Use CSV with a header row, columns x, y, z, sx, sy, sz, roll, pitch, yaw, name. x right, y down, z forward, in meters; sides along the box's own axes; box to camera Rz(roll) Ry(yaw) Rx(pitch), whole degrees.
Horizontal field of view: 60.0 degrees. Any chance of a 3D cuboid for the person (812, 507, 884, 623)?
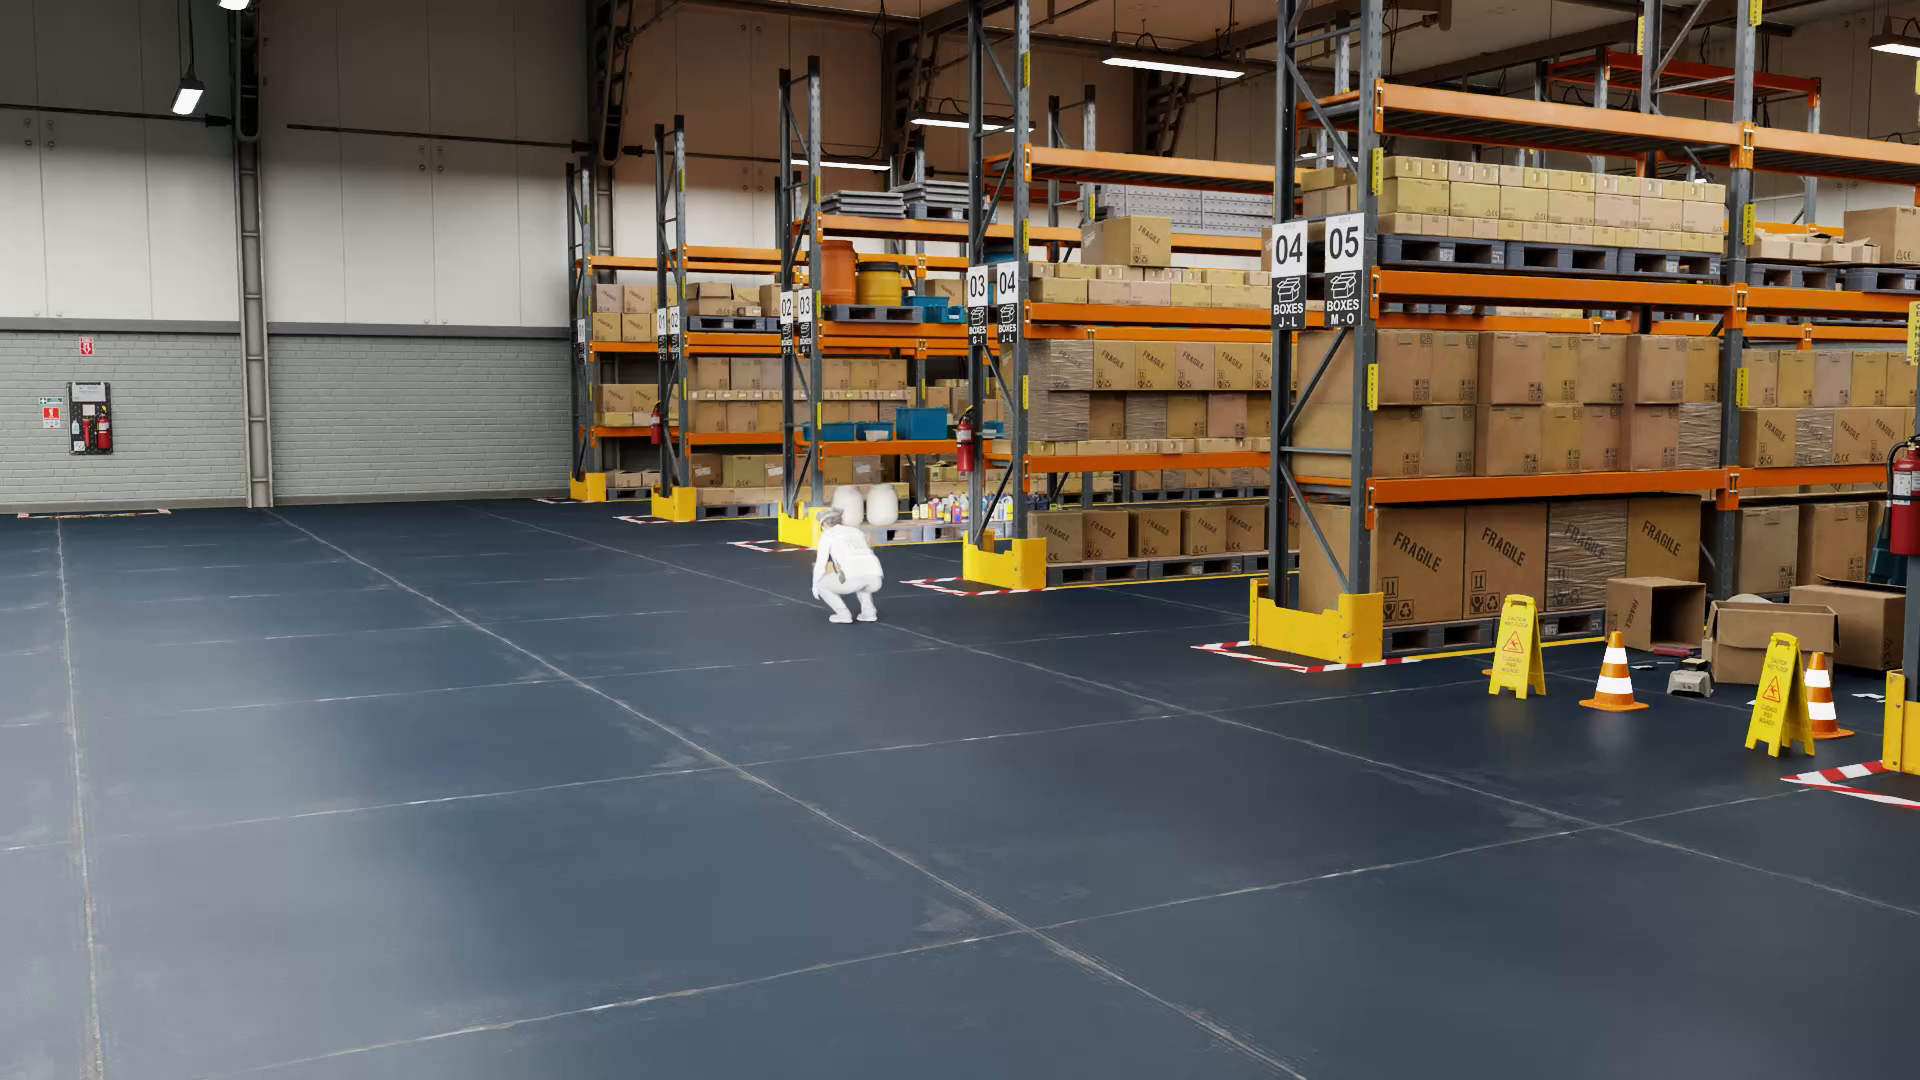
x,y,z,sx,sy,sz,roll,pitch,yaw,name
-0.960,0.208,14.180,0.502,0.966,0.817,-3,6,-29,person
